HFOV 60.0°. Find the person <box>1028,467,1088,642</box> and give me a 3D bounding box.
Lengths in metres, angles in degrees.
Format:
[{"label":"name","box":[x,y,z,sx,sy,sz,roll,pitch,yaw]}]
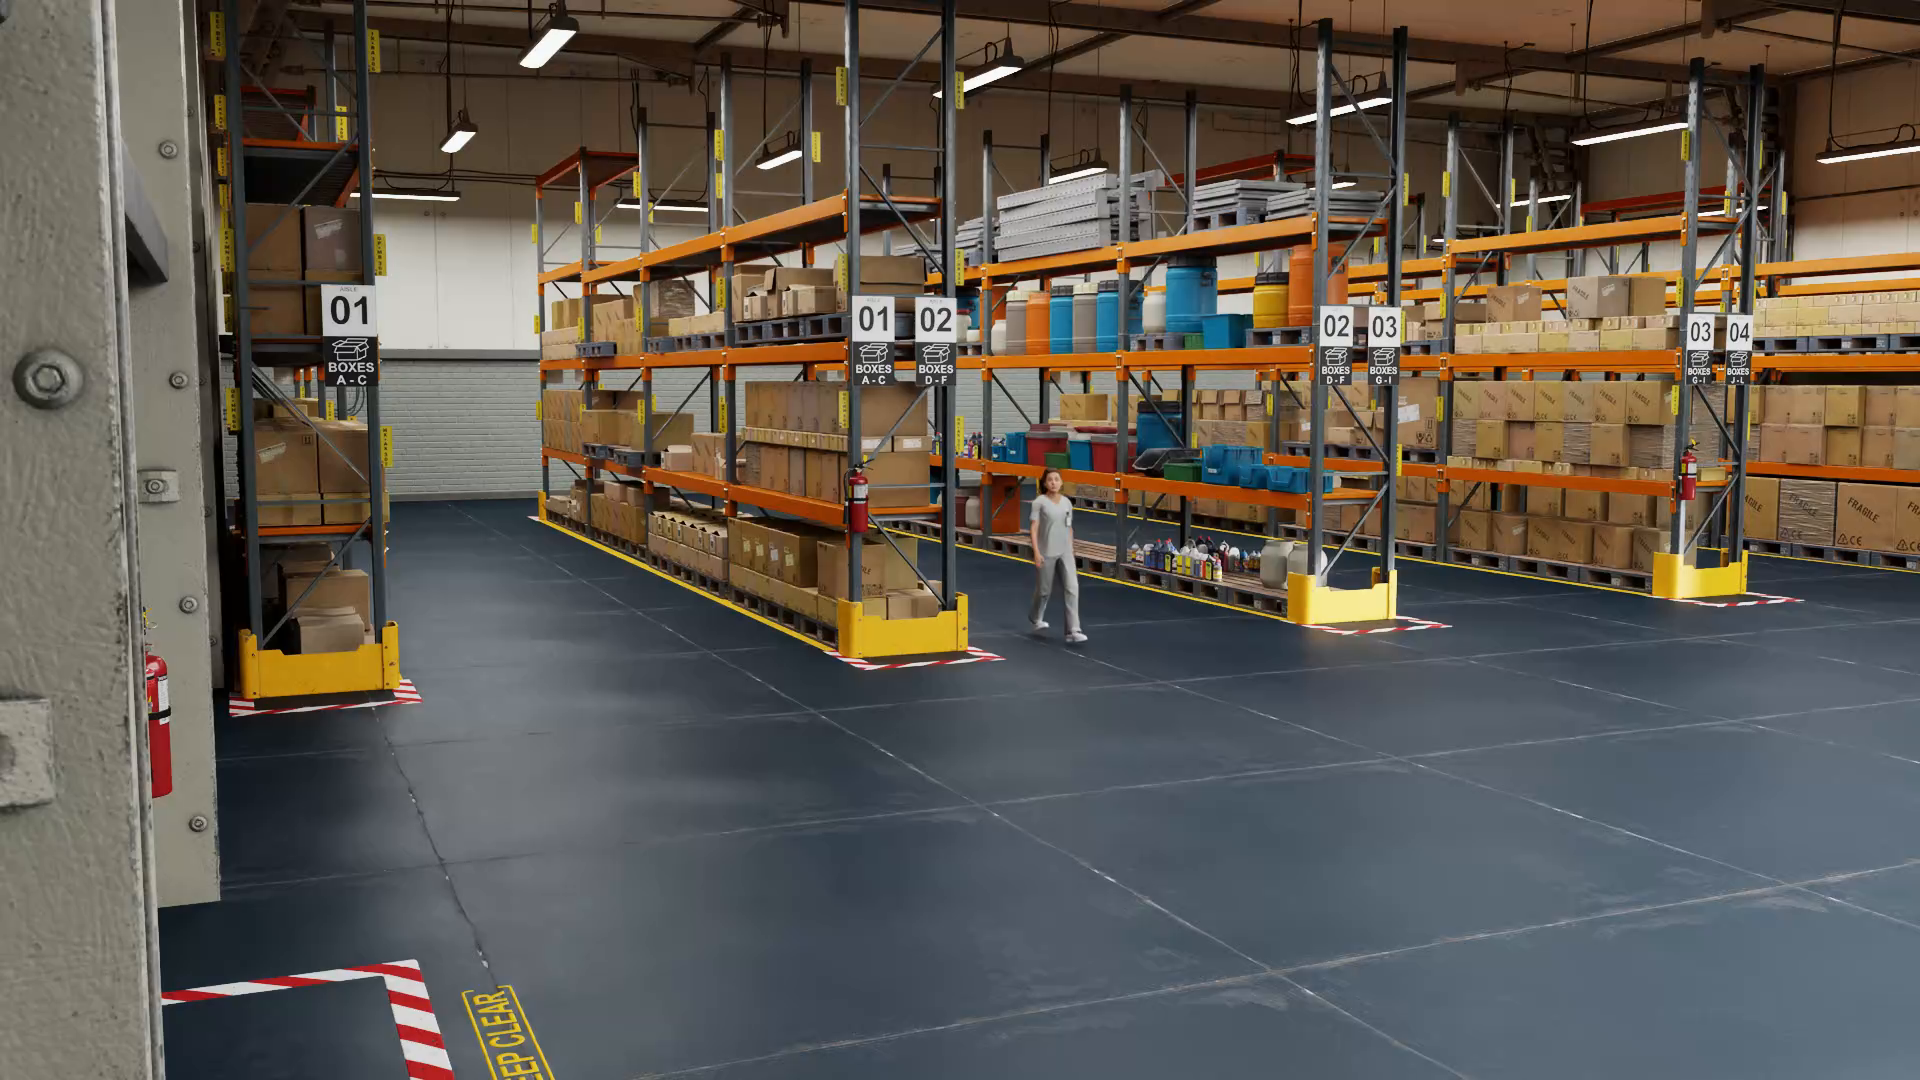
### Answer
[{"label":"person","box":[0.883,0.129,15.661,0.476,1.625,0.990,-2,6,-19]}]
